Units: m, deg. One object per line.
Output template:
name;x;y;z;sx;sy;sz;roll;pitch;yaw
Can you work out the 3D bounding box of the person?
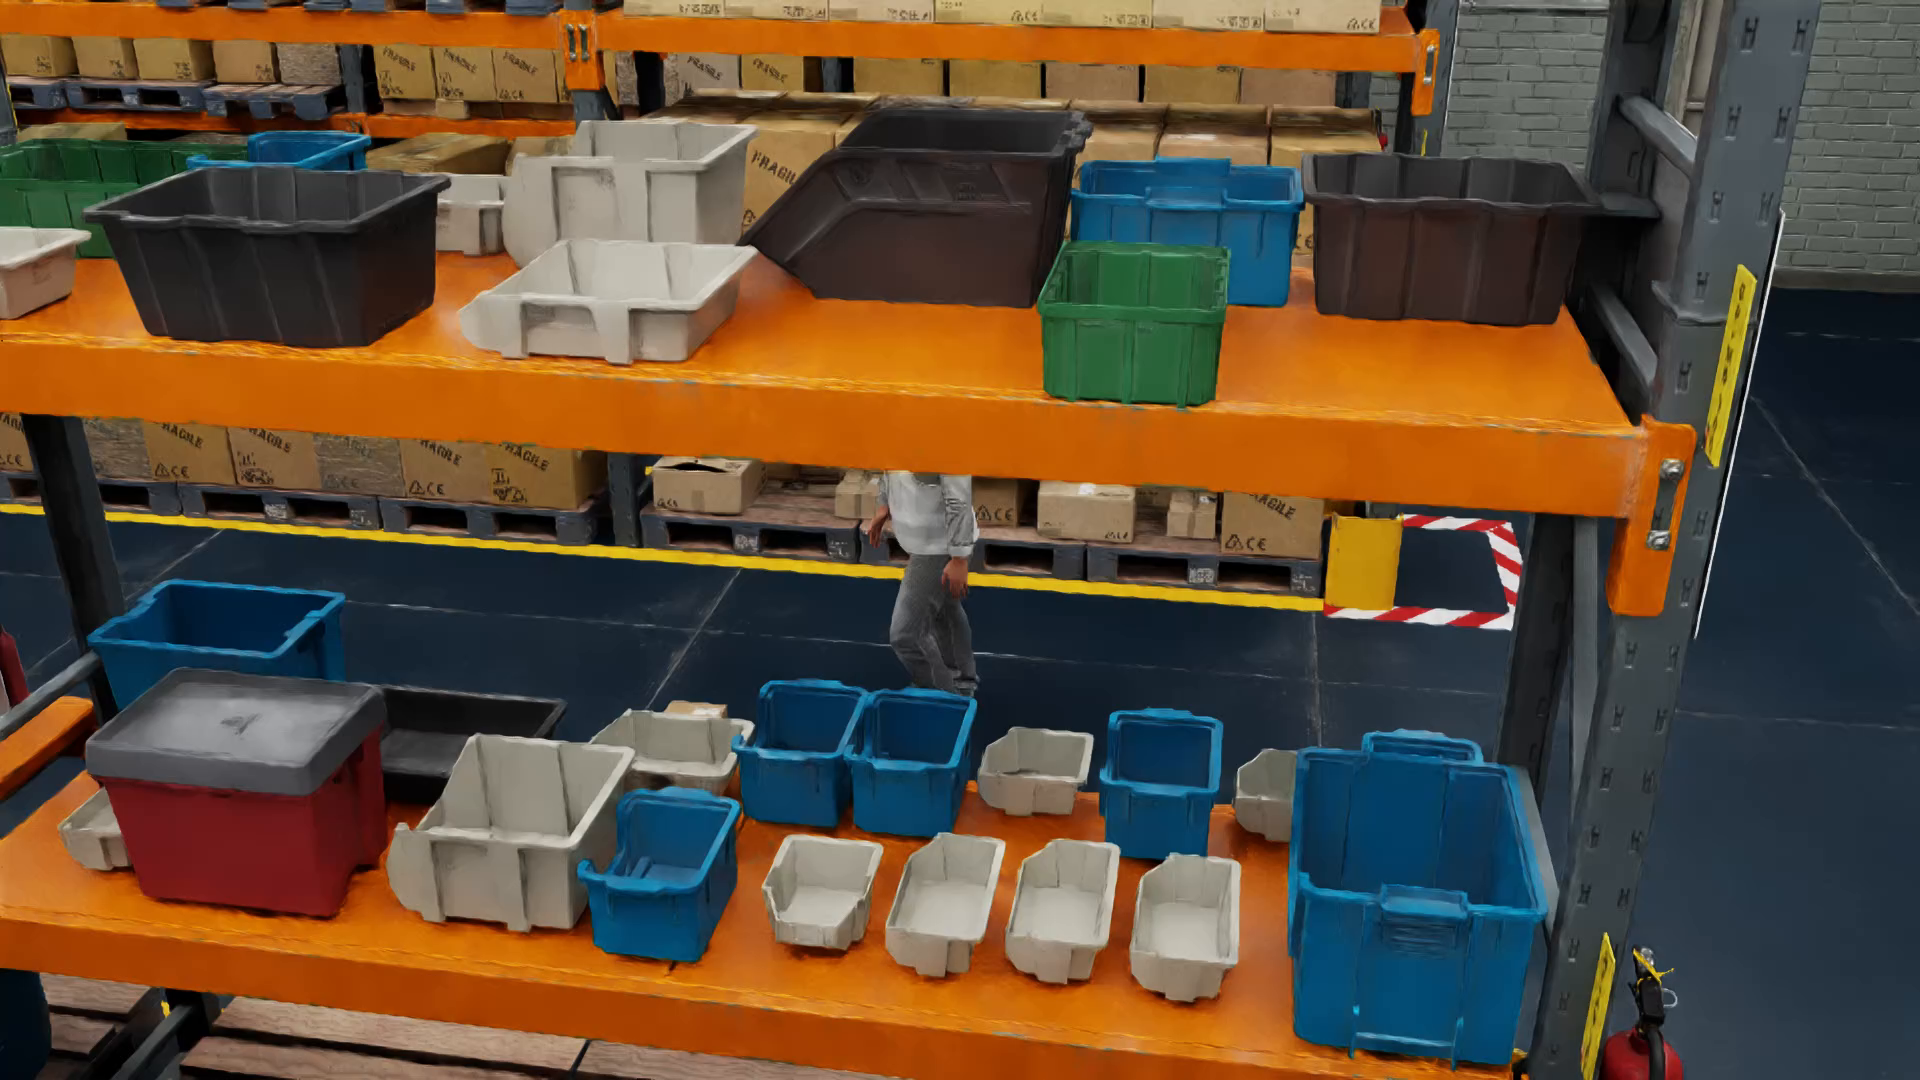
person;-0.124;-0.009;7.096;0.494;1.756;0.666;-6;25;-12
